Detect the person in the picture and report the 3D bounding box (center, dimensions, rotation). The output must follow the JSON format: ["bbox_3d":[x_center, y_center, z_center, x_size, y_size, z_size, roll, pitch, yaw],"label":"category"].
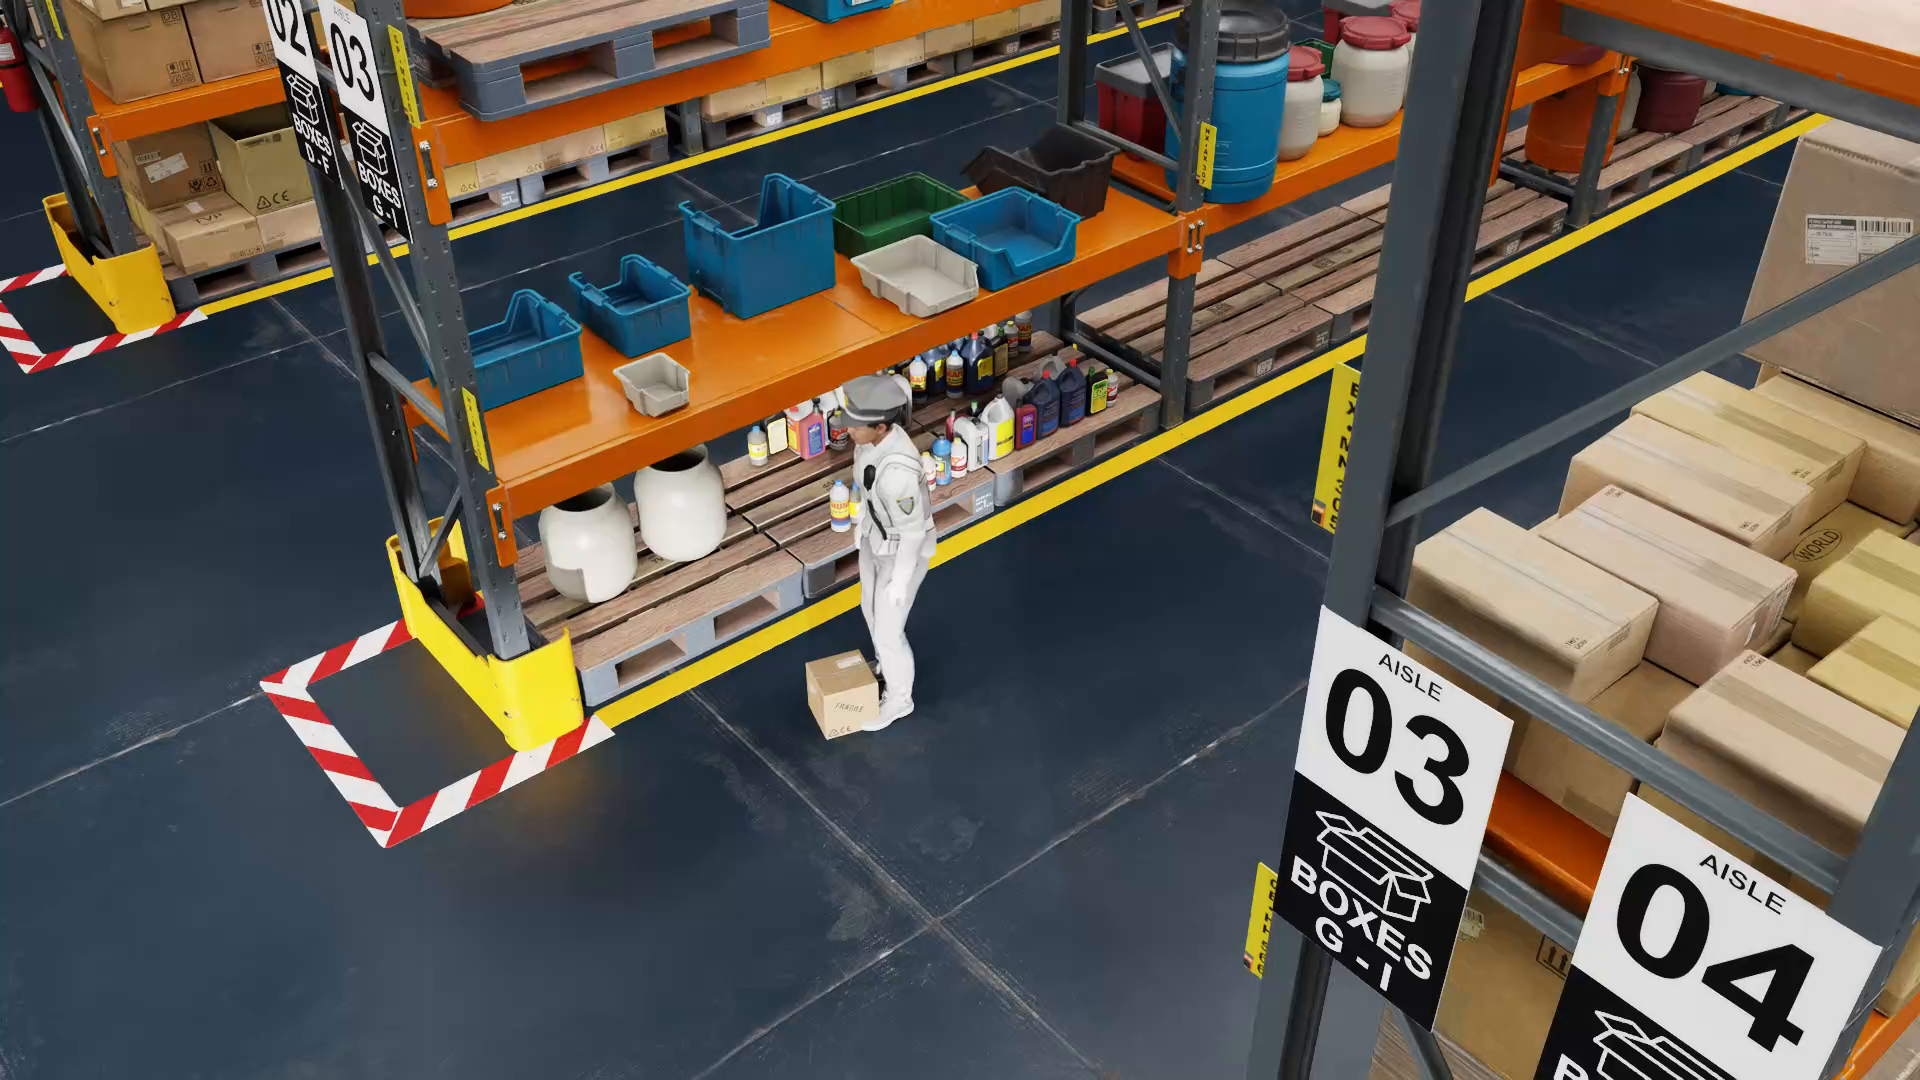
[{"bbox_3d":[-0.314,0.055,6.998,0.403,1.664,0.530,-13,38,-17],"label":"person"}]
